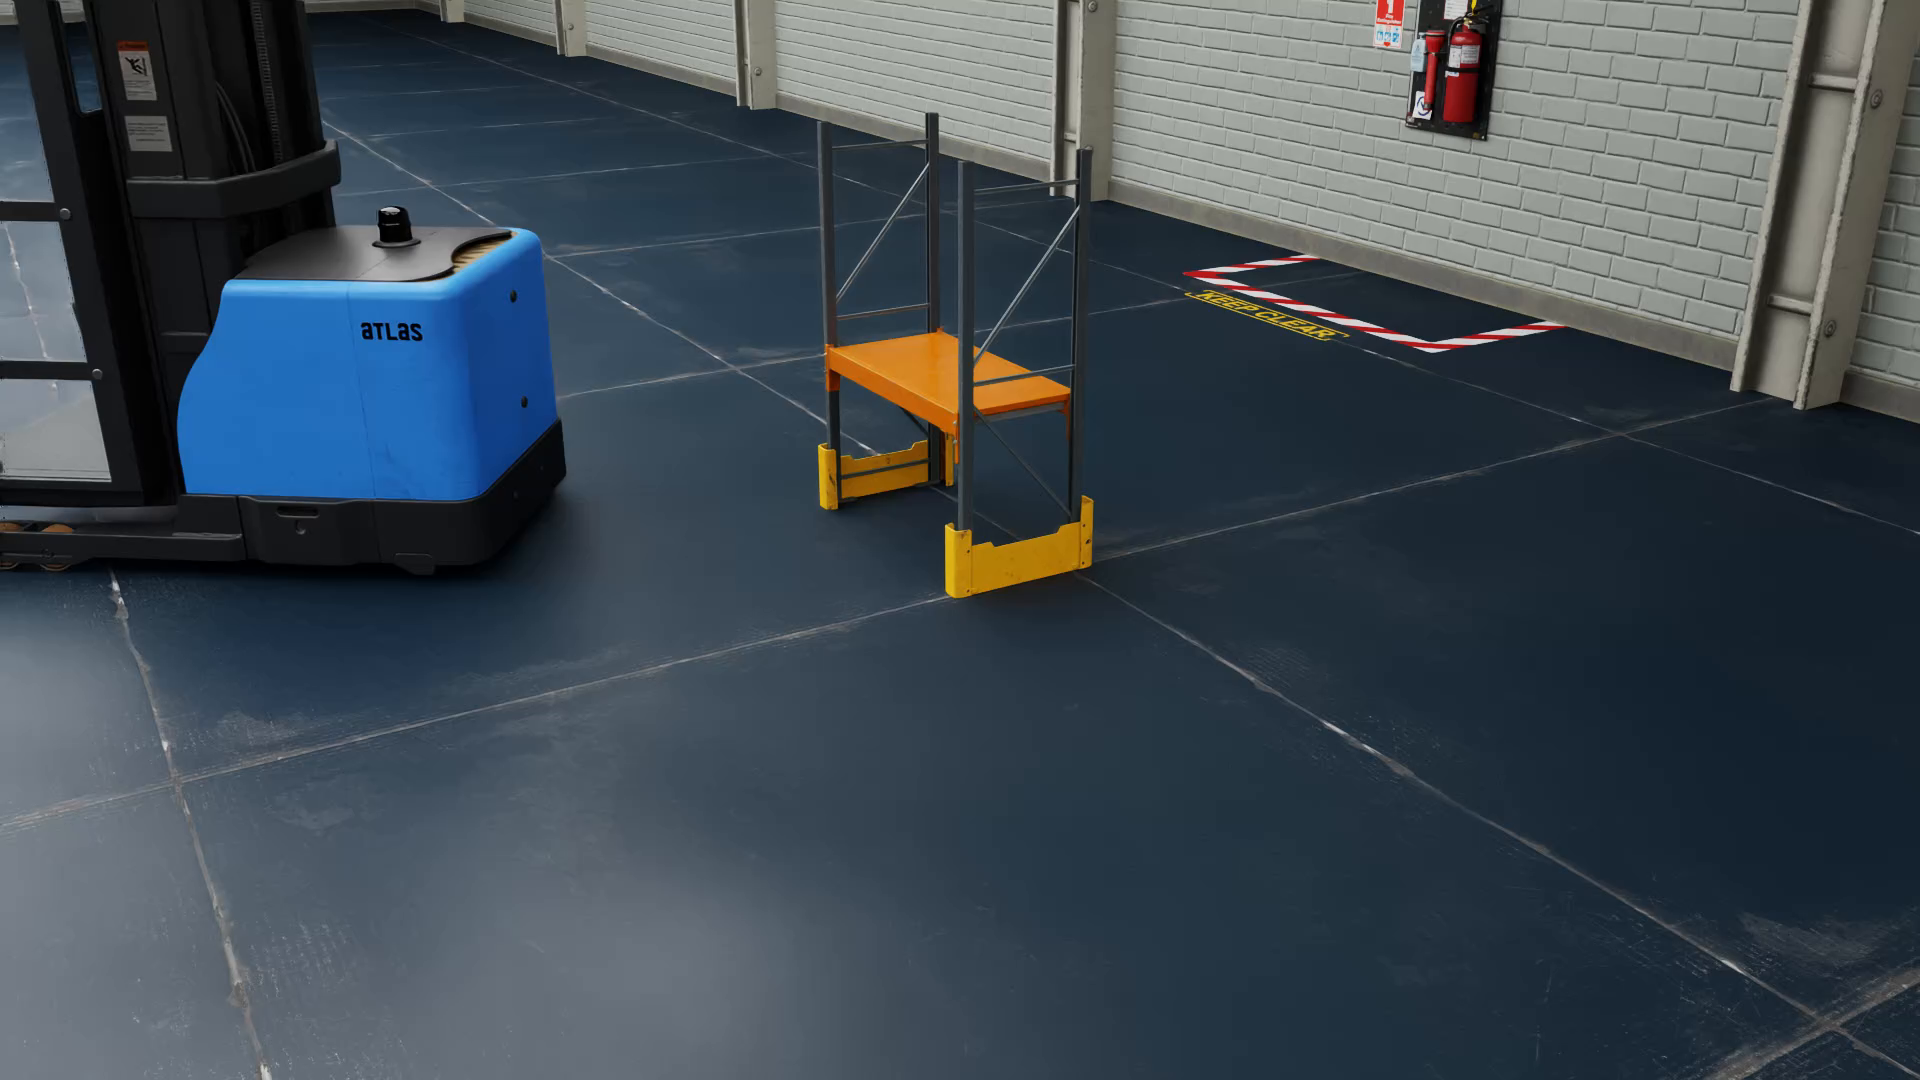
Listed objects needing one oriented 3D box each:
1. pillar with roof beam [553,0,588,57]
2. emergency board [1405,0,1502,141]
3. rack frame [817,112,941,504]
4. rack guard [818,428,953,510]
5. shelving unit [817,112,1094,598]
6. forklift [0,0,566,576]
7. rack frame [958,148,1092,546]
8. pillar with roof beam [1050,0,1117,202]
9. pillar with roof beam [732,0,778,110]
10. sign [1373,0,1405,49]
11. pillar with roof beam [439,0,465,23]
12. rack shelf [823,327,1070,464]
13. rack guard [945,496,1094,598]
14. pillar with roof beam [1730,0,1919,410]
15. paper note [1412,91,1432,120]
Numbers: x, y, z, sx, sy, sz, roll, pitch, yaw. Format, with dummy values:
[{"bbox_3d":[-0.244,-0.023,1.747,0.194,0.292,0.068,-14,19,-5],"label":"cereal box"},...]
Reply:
[{"bbox_3d":[-8.905,-9.871,18.645,9.100,9.000,0.400,-13,25,-28],"label":"pillar with roof beam"},{"bbox_3d":[2.762,-2.900,9.463,0.194,1.169,0.643,-13,25,-28],"label":"emergency board"},{"bbox_3d":[-0.303,-0.887,6.502,0.500,1.500,0.032,-13,25,-28],"label":"rack frame"},{"bbox_3d":[-0.293,-0.302,6.722,0.587,0.250,0.087,-13,25,-28],"label":"rack guard"},{"bbox_3d":[-0.039,-0.719,6.090,0.587,1.500,1.083,-13,25,-28],"label":"shelving unit"},{"bbox_3d":[-3.148,-1.440,5.962,3.031,2.935,1.130,2,22,4],"label":"forklift"},{"bbox_3d":[0.216,-0.558,5.692,0.500,1.500,0.032,-13,25,-28],"label":"rack frame"},{"bbox_3d":[-2.775,-5.986,9.088,9.100,9.000,0.400,-13,25,-28],"label":"pillar with roof beam"},{"bbox_3d":[-5.840,-7.928,13.867,9.100,9.000,0.400,-13,25,-28],"label":"pillar with roof beam"},{"bbox_3d":[2.568,-3.115,9.945,0.001,0.329,0.234,-13,25,-28],"label":"sign"},{"bbox_3d":[-11.969,-11.813,23.424,9.100,9.000,0.400,-13,25,-28],"label":"pillar with roof beam"},{"bbox_3d":[-0.044,-0.556,6.165,0.538,0.185,1.000,-13,25,-28],"label":"rack shelf"},{"bbox_3d":[0.215,0.021,5.928,0.587,0.250,0.087,-13,25,-28],"label":"rack guard"},{"bbox_3d":[0.290,-4.044,4.310,9.100,9.000,0.400,-13,25,-28],"label":"pillar with roof beam"},{"bbox_3d":[2.730,-2.563,9.802,0.016,0.148,0.142,-13,25,-28],"label":"paper note"}]
